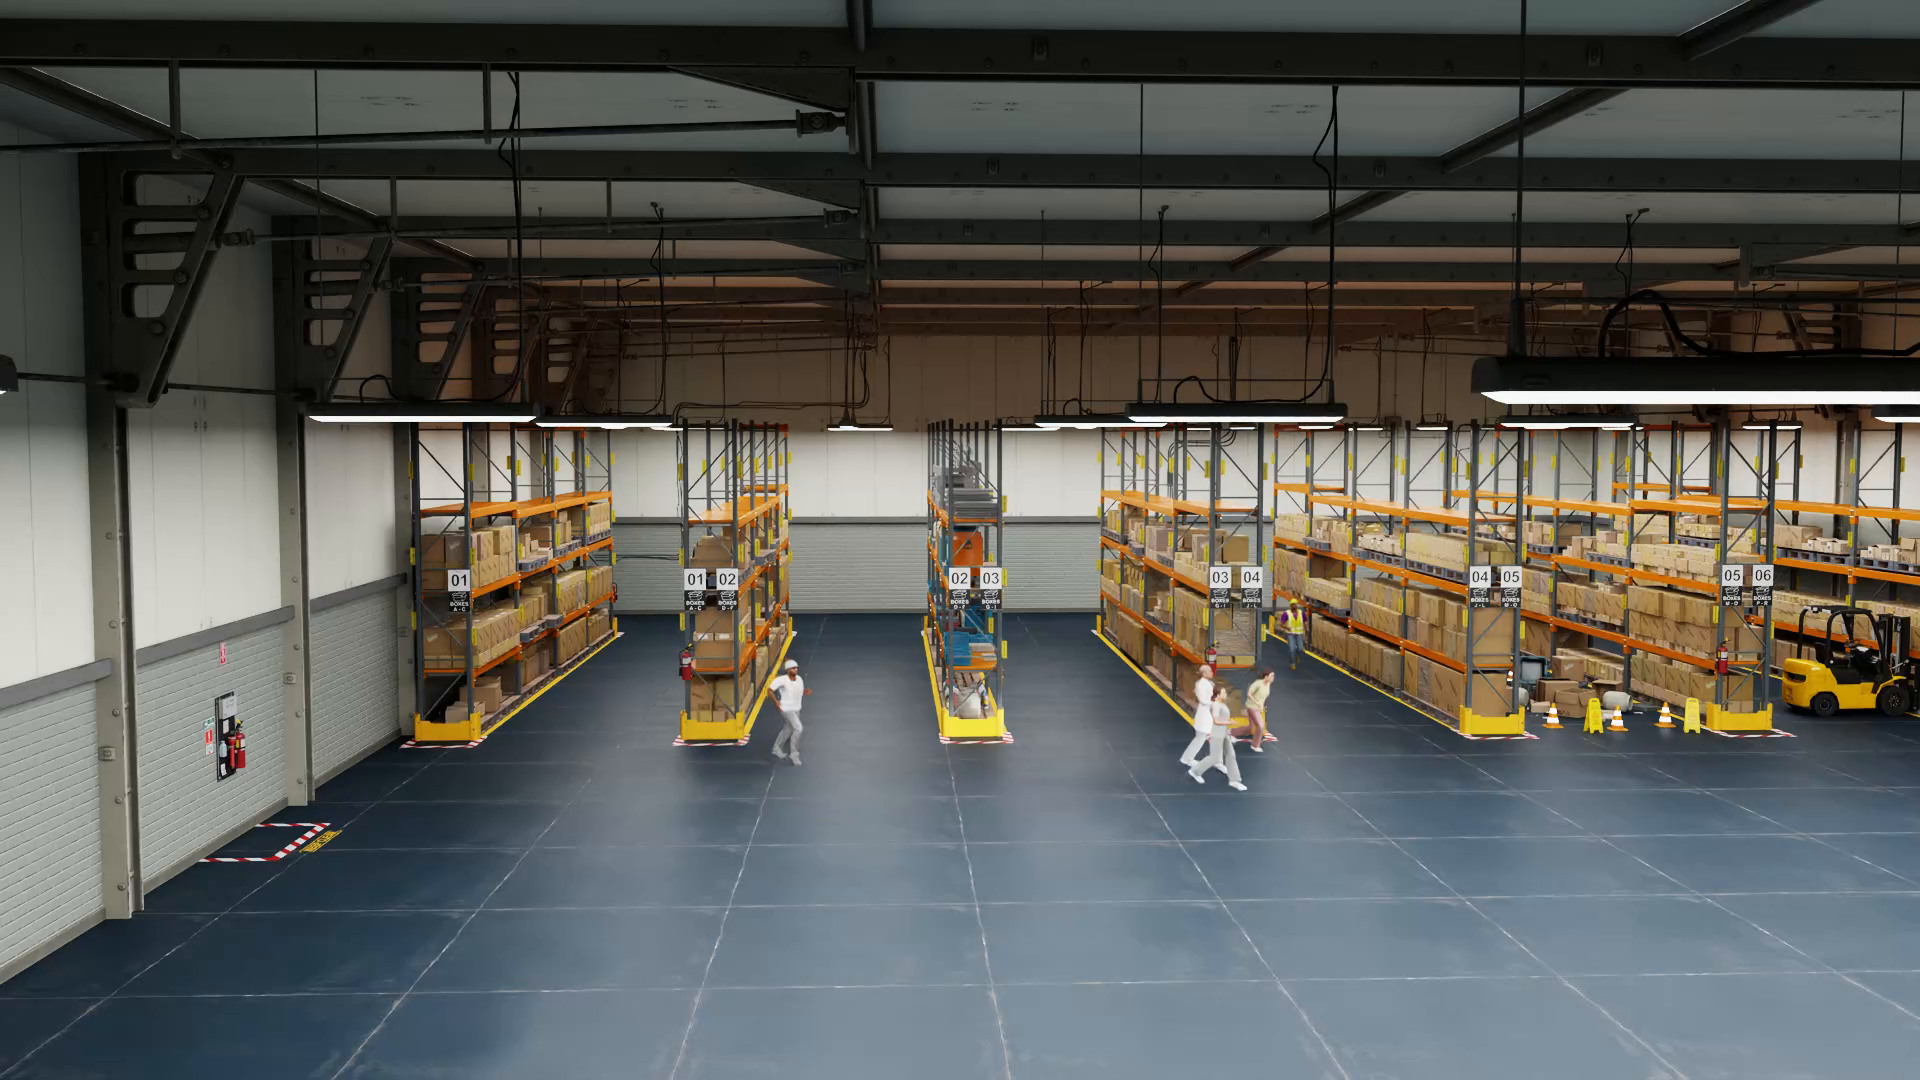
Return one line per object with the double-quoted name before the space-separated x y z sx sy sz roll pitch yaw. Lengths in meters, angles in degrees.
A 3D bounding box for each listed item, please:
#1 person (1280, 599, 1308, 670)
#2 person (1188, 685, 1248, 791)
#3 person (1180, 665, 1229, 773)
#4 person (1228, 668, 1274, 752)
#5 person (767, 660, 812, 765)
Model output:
"person" 8.108 2.286 40.288 0.698 1.720 0.579 0 4 -1
"person" 4.147 3.165 26.707 0.956 1.684 0.566 2 4 23
"person" 4.144 3.026 28.124 0.842 1.841 0.692 2 4 26
"person" 5.267 3.056 30.077 0.926 1.558 0.588 3 5 42
"person" -2.951 2.999 29.006 0.771 1.835 0.661 2 4 30
